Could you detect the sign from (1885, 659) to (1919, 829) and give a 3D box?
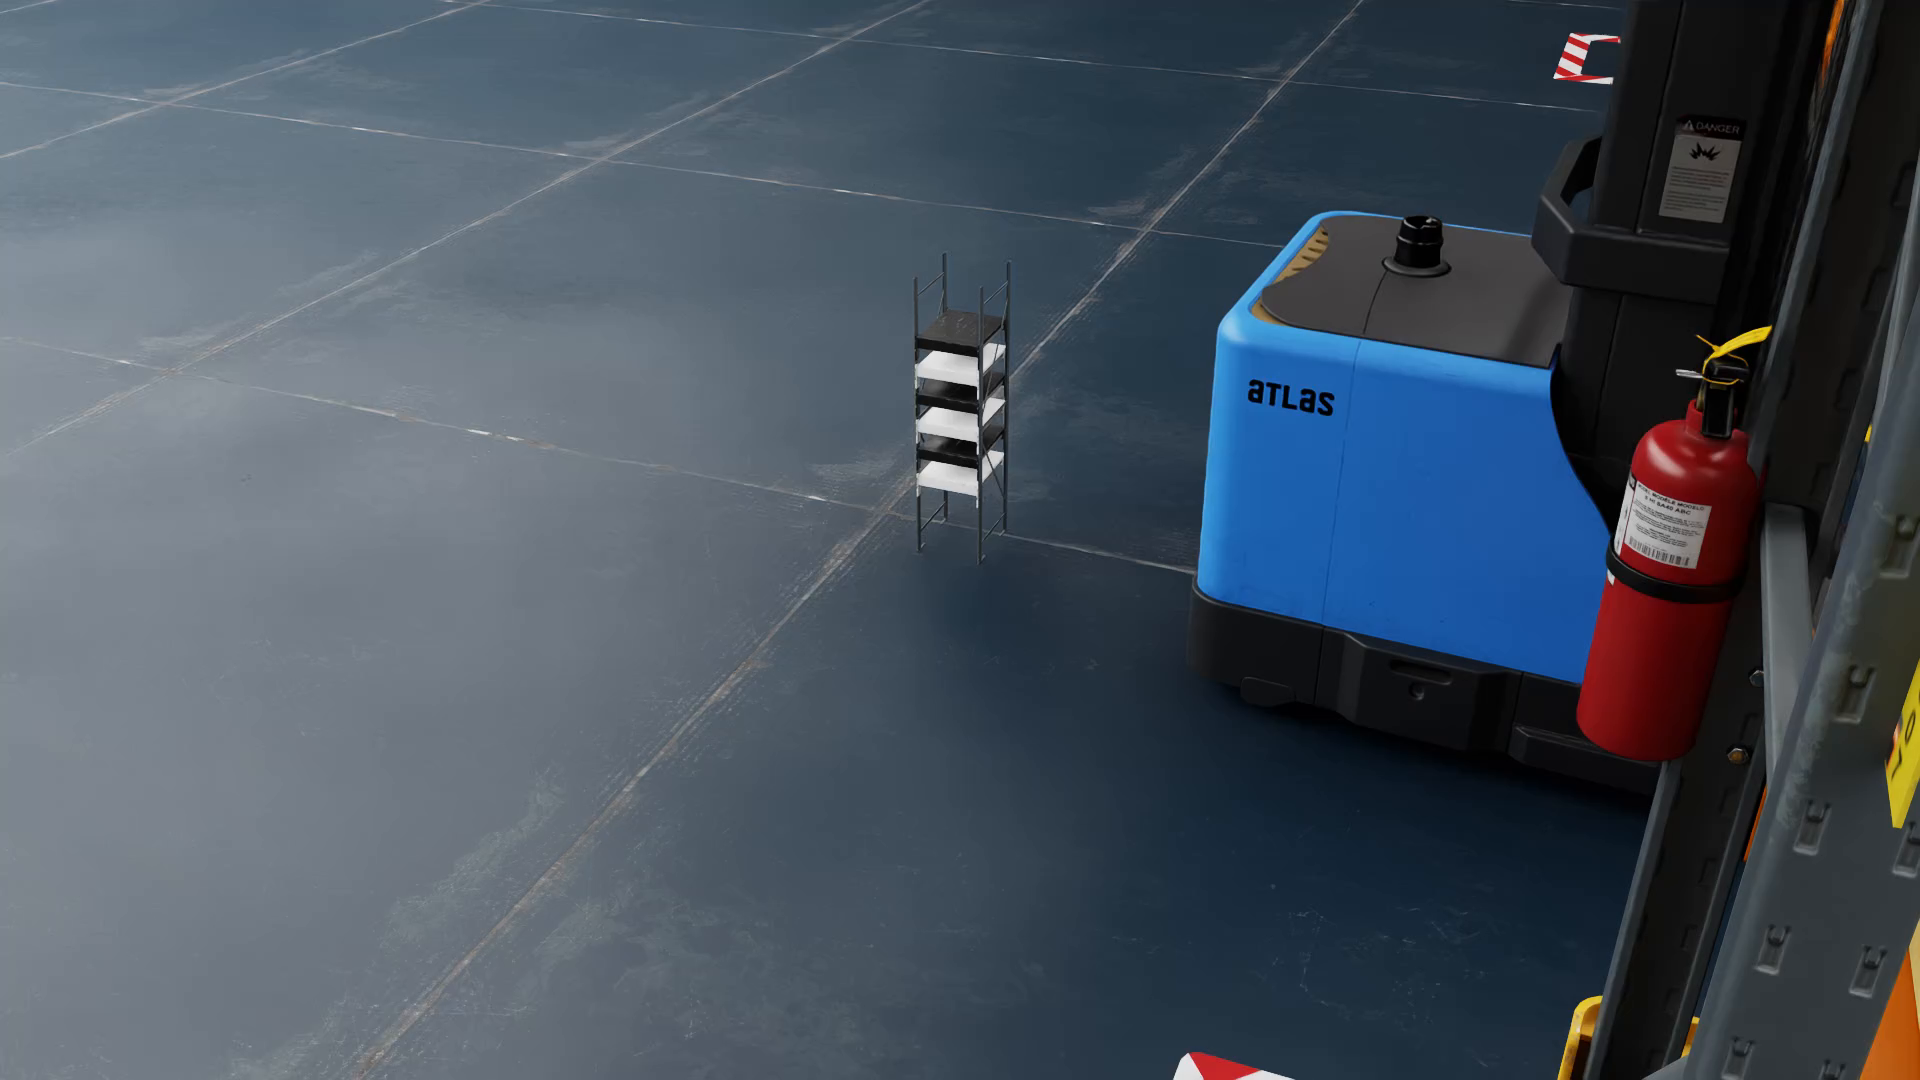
[{"bbox_3d":[0.730,0.056,1.222,0.005,0.325,0.100,11,31,19],"label":"sign"}]

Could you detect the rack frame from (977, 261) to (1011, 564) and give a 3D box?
[{"bbox_3d":[0.102,-0.371,4.993,0.006,0.900,0.240,11,31,19],"label":"rack frame"}]

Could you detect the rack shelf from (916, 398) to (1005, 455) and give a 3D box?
[{"bbox_3d":[0.008,-0.361,5.042,0.200,0.077,0.258,11,31,19],"label":"rack shelf"}]

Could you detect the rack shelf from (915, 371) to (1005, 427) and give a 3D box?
[{"bbox_3d":[0.008,-0.440,4.998,0.200,0.077,0.258,11,31,19],"label":"rack shelf"}]

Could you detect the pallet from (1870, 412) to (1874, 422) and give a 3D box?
[{"bbox_3d":[3.635,-0.713,6.298,1.213,0.211,1.003,11,31,19],"label":"pallet"}]

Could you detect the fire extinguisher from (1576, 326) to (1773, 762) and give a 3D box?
[{"bbox_3d":[1.001,-0.012,2.301,0.183,0.674,0.296,11,31,19],"label":"fire extinguisher"}]

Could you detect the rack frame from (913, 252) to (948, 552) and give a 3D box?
[{"bbox_3d":[-0.087,-0.409,5.059,0.006,0.900,0.240,11,31,19],"label":"rack frame"}]

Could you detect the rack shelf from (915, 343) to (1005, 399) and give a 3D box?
[{"bbox_3d":[0.008,-0.518,4.954,0.200,0.077,0.258,11,31,19],"label":"rack shelf"}]

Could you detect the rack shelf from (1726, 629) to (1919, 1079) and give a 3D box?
[{"bbox_3d":[2.787,0.869,1.395,4.000,0.370,1.077,11,31,19],"label":"rack shelf"}]

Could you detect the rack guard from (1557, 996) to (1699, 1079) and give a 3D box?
[{"bbox_3d":[1.004,1.288,2.463,0.348,0.500,1.175,11,31,19],"label":"rack guard"}]

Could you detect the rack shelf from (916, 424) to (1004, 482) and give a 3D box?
[{"bbox_3d":[0.008,-0.283,5.087,0.200,0.077,0.258,11,31,19],"label":"rack shelf"}]

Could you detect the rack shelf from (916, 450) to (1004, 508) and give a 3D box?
[{"bbox_3d":[0.008,-0.205,5.131,0.200,0.077,0.258,11,31,19],"label":"rack shelf"}]

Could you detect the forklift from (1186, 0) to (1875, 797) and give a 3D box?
[{"bbox_3d":[2.174,-0.779,3.649,3.031,2.935,1.130,13,32,22],"label":"forklift"}]

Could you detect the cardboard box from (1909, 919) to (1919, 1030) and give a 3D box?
[{"bbox_3d":[1.108,0.457,1.649,0.250,0.149,0.380,11,31,19],"label":"cardboard box"}]

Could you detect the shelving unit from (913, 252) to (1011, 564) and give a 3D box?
[{"bbox_3d":[0.008,-0.390,5.026,0.210,0.900,0.258,11,31,19],"label":"shelving unit"}]

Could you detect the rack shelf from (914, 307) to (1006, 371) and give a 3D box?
[{"bbox_3d":[0.008,-0.596,4.909,0.200,0.077,0.258,11,31,19],"label":"rack shelf"}]
